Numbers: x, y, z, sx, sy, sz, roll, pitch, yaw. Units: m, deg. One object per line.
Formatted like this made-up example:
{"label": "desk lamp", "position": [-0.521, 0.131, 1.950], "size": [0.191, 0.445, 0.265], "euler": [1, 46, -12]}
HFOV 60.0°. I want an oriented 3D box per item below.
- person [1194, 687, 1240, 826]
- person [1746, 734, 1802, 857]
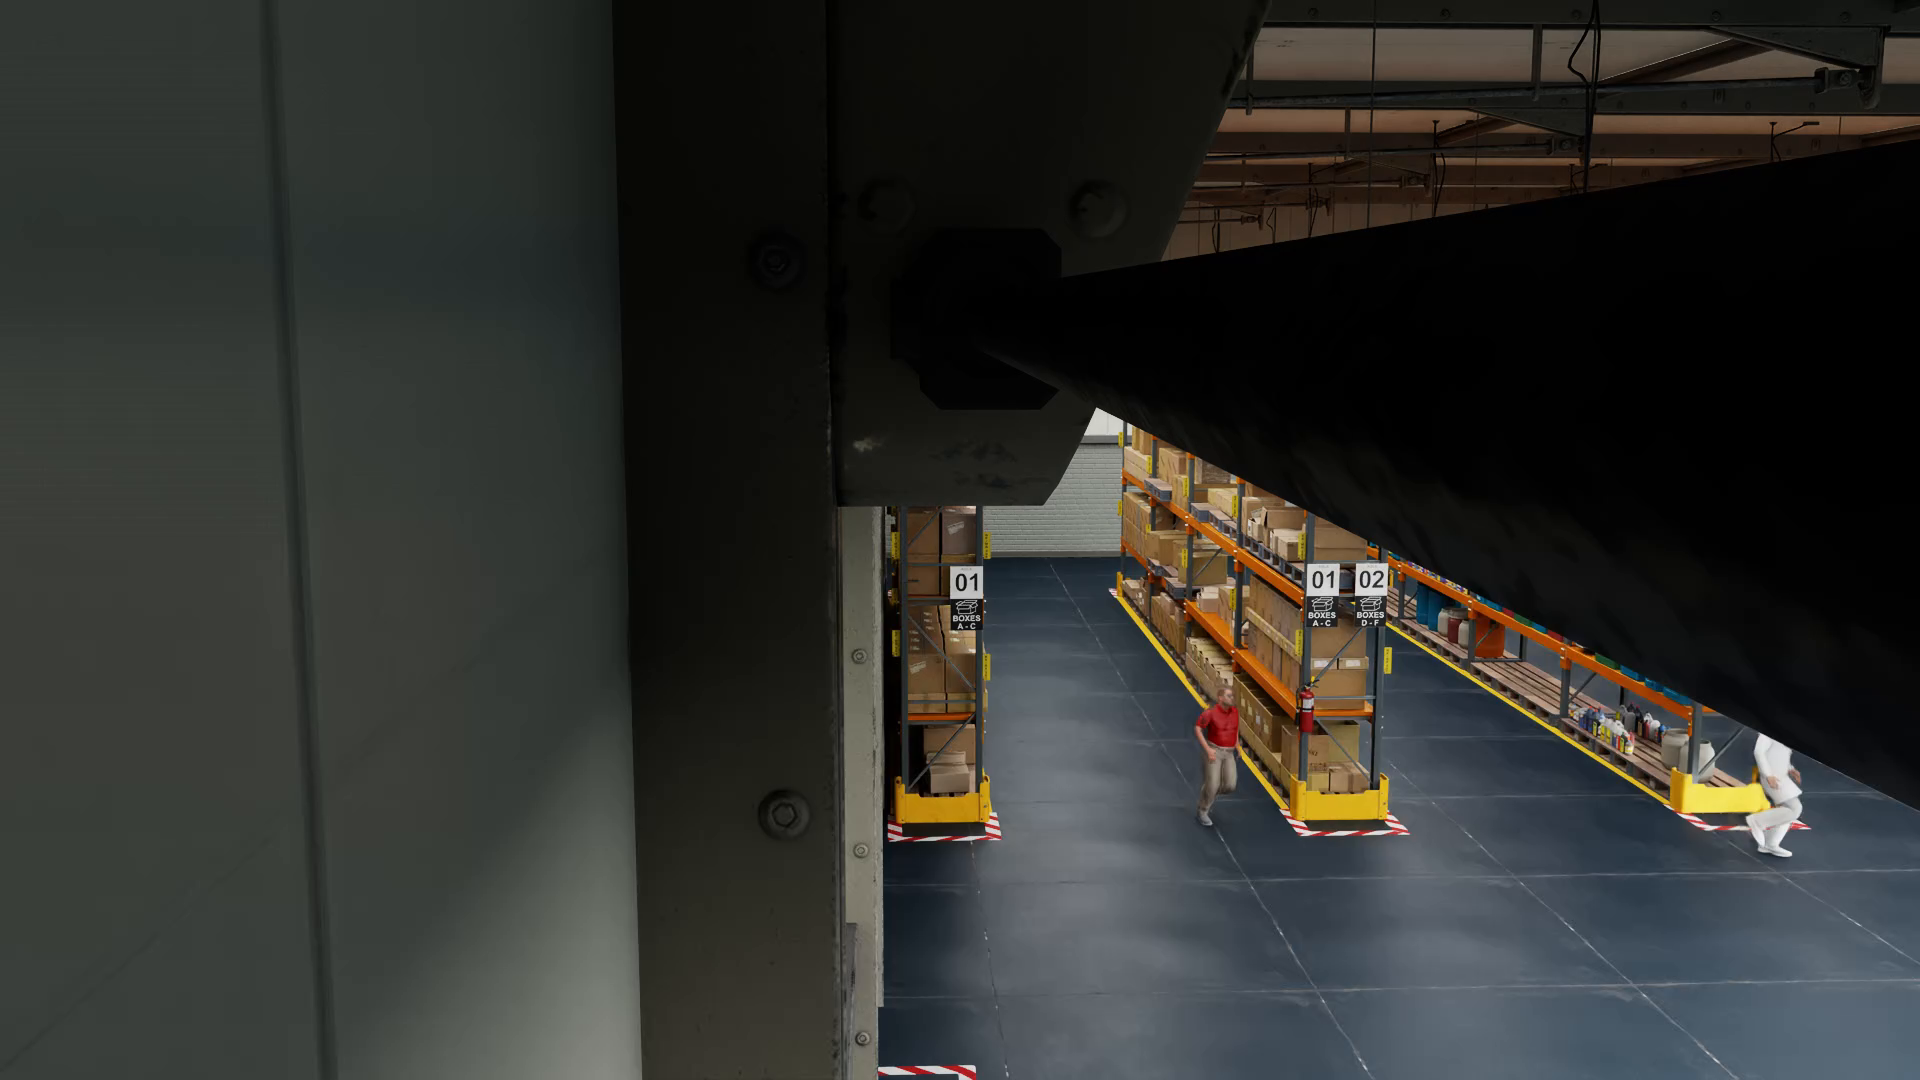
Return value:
{"label": "person", "position": [3.216, 2.646, 20.543], "size": [0.708, 1.670, 0.513], "euler": [-4, 9, -29]}
{"label": "person", "position": [9.543, 2.781, 19.360], "size": [0.523, 1.698, 0.736], "euler": [5, 9, 31]}
